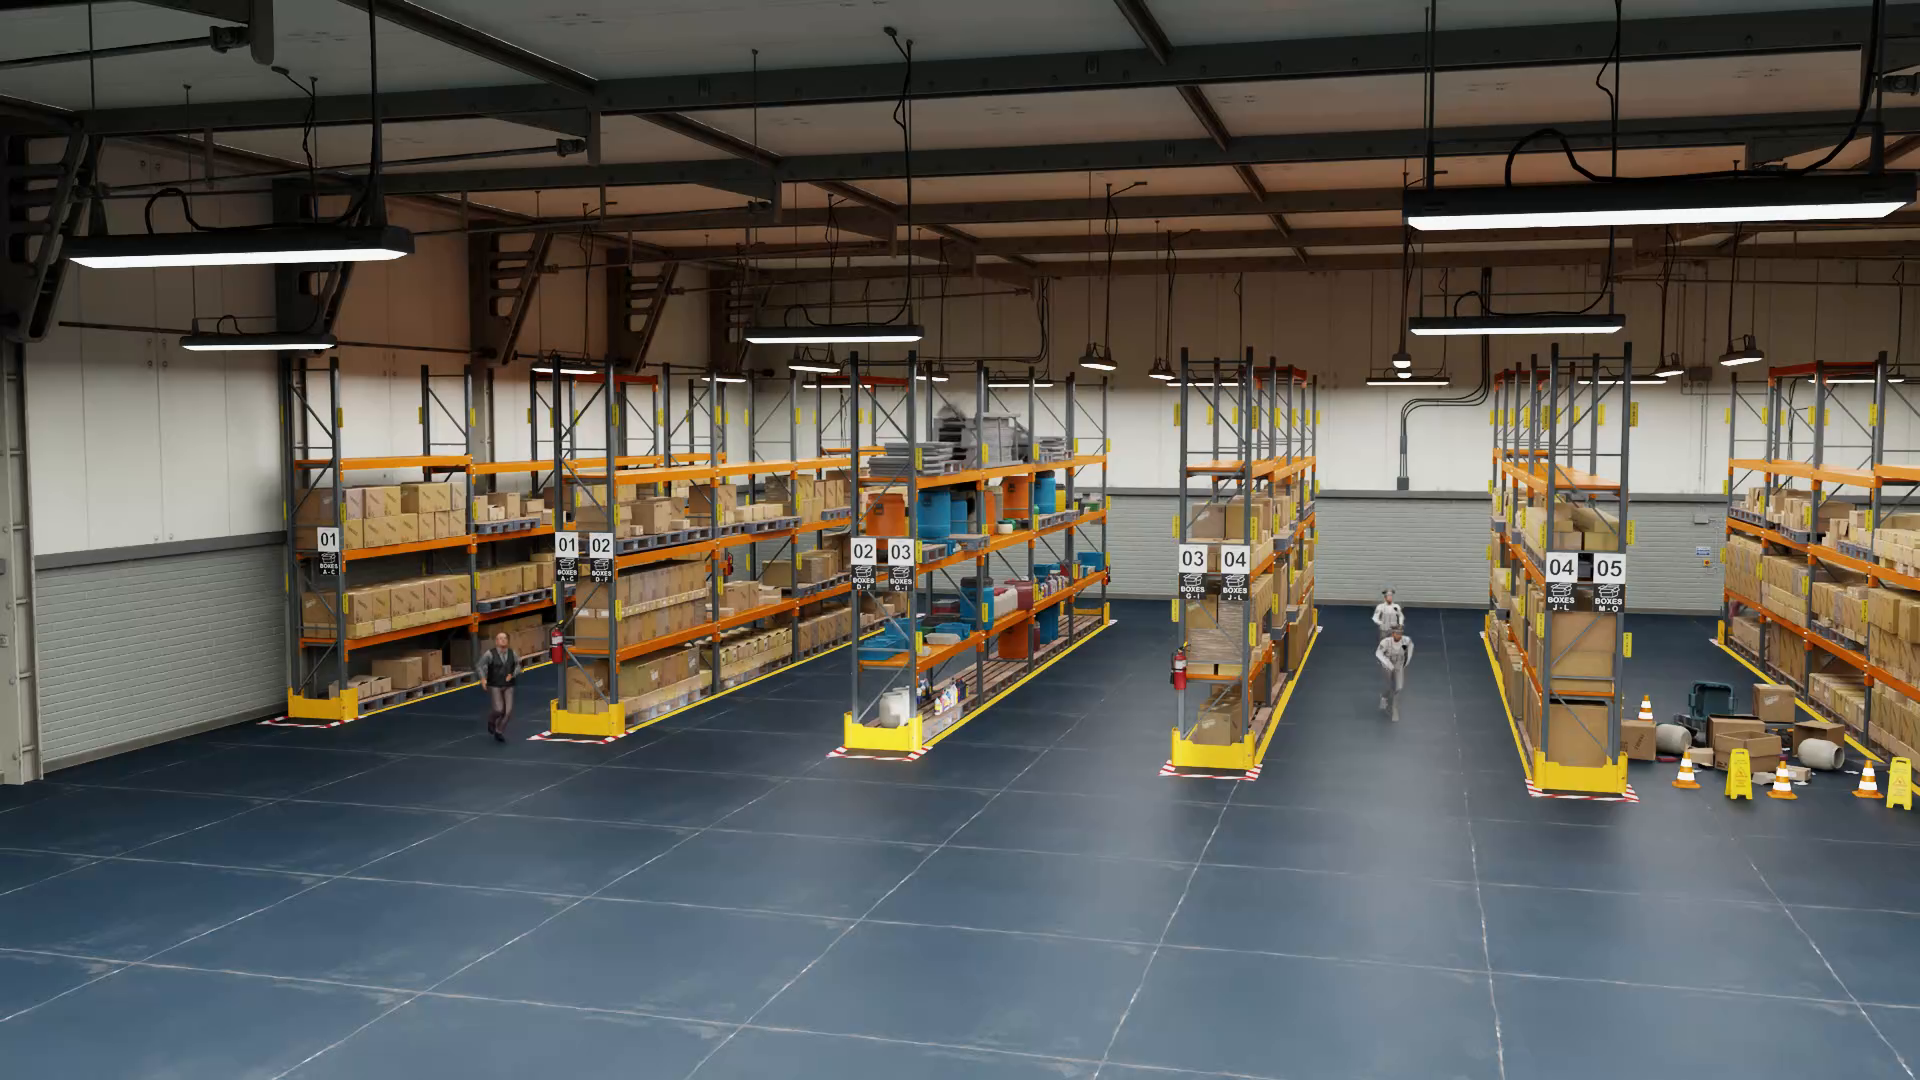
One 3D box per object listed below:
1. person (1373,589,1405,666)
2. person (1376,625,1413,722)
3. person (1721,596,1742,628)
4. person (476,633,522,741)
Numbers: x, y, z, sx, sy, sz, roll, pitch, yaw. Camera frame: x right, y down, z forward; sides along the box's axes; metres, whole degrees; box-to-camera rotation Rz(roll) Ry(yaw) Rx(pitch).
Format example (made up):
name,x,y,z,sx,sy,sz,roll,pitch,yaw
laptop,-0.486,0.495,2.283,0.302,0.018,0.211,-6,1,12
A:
name,x,y,z,sx,sy,sz,roll,pitch,yaw
person,8.422,1.777,32.626,0.625,1.654,0.669,0,4,7
person,7.235,2.185,27.829,0.654,1.627,0.978,0,4,-3
person,17.717,1.399,38.028,0.545,1.622,0.576,0,4,3
person,-7.104,2.273,25.781,0.662,1.654,0.533,-3,5,-35
